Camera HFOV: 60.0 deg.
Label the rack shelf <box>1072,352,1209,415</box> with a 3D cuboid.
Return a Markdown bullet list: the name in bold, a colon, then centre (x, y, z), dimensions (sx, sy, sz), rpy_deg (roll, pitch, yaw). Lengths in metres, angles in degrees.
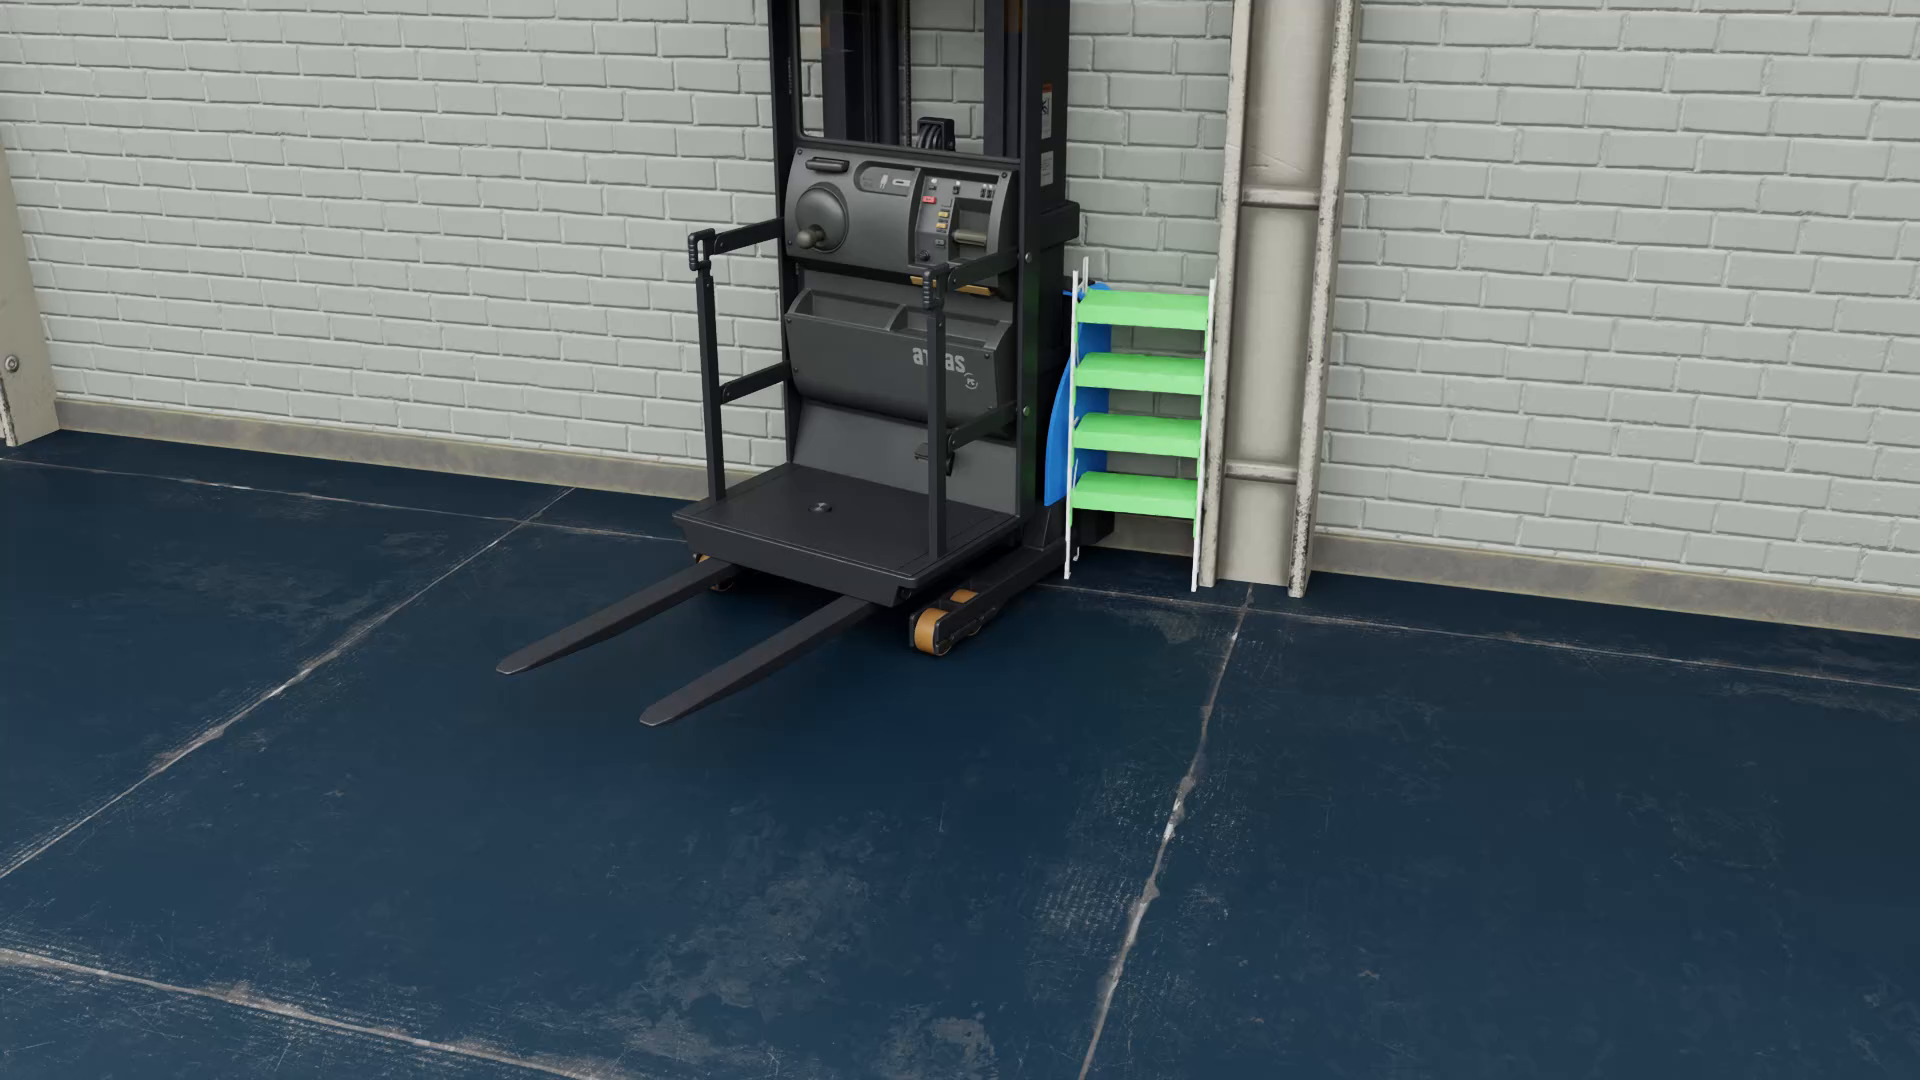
- **rack shelf**: centre (0.676, -0.589, 6.157), dimensions (0.480, 0.148, 0.258), rpy_deg (5, 23, 13)

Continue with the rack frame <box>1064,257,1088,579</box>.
- **rack frame**: centre (0.439, -0.448, 6.277), dimensions (0.015, 1.200, 0.240), rpy_deg (5, 23, 13)

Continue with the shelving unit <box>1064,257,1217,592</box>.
- **shelving unit**: centre (0.676, -0.426, 6.224), dimensions (0.503, 1.200, 0.258), rpy_deg (5, 23, 13)

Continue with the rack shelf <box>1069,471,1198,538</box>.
- **rack shelf**: centre (0.675, -0.145, 6.341), dimensions (0.480, 0.148, 0.258), rpy_deg (5, 23, 13)

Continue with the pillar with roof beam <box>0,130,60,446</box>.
- **pillar with roof beam**: centre (-5.845, -3.118, 2.513), dimensions (0.400, 9.000, 9.100), rpy_deg (7, 23, 16)

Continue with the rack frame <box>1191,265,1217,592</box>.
- **rack frame**: centre (0.913, -0.404, 6.171), dimensions (0.015, 1.200, 0.240), rpy_deg (5, 23, 13)

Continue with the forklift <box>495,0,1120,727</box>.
- **forklift**: centre (-0.346, -1.156, 5.727), dimensions (1.130, 2.935, 3.031), rpy_deg (14, 26, 31)

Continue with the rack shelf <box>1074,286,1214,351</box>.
- **rack shelf**: centre (0.676, -0.810, 6.065), dimensions (0.480, 0.148, 0.258), rpy_deg (5, 23, 13)

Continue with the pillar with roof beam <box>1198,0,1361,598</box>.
- **pillar with roof beam**: centre (-0.101, -2.460, 0.910), dimensions (0.400, 9.000, 9.100), rpy_deg (7, 23, 16)

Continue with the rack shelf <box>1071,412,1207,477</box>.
- **rack shelf**: centre (0.676, -0.367, 6.249), dimensions (0.480, 0.148, 0.258), rpy_deg (5, 23, 13)
